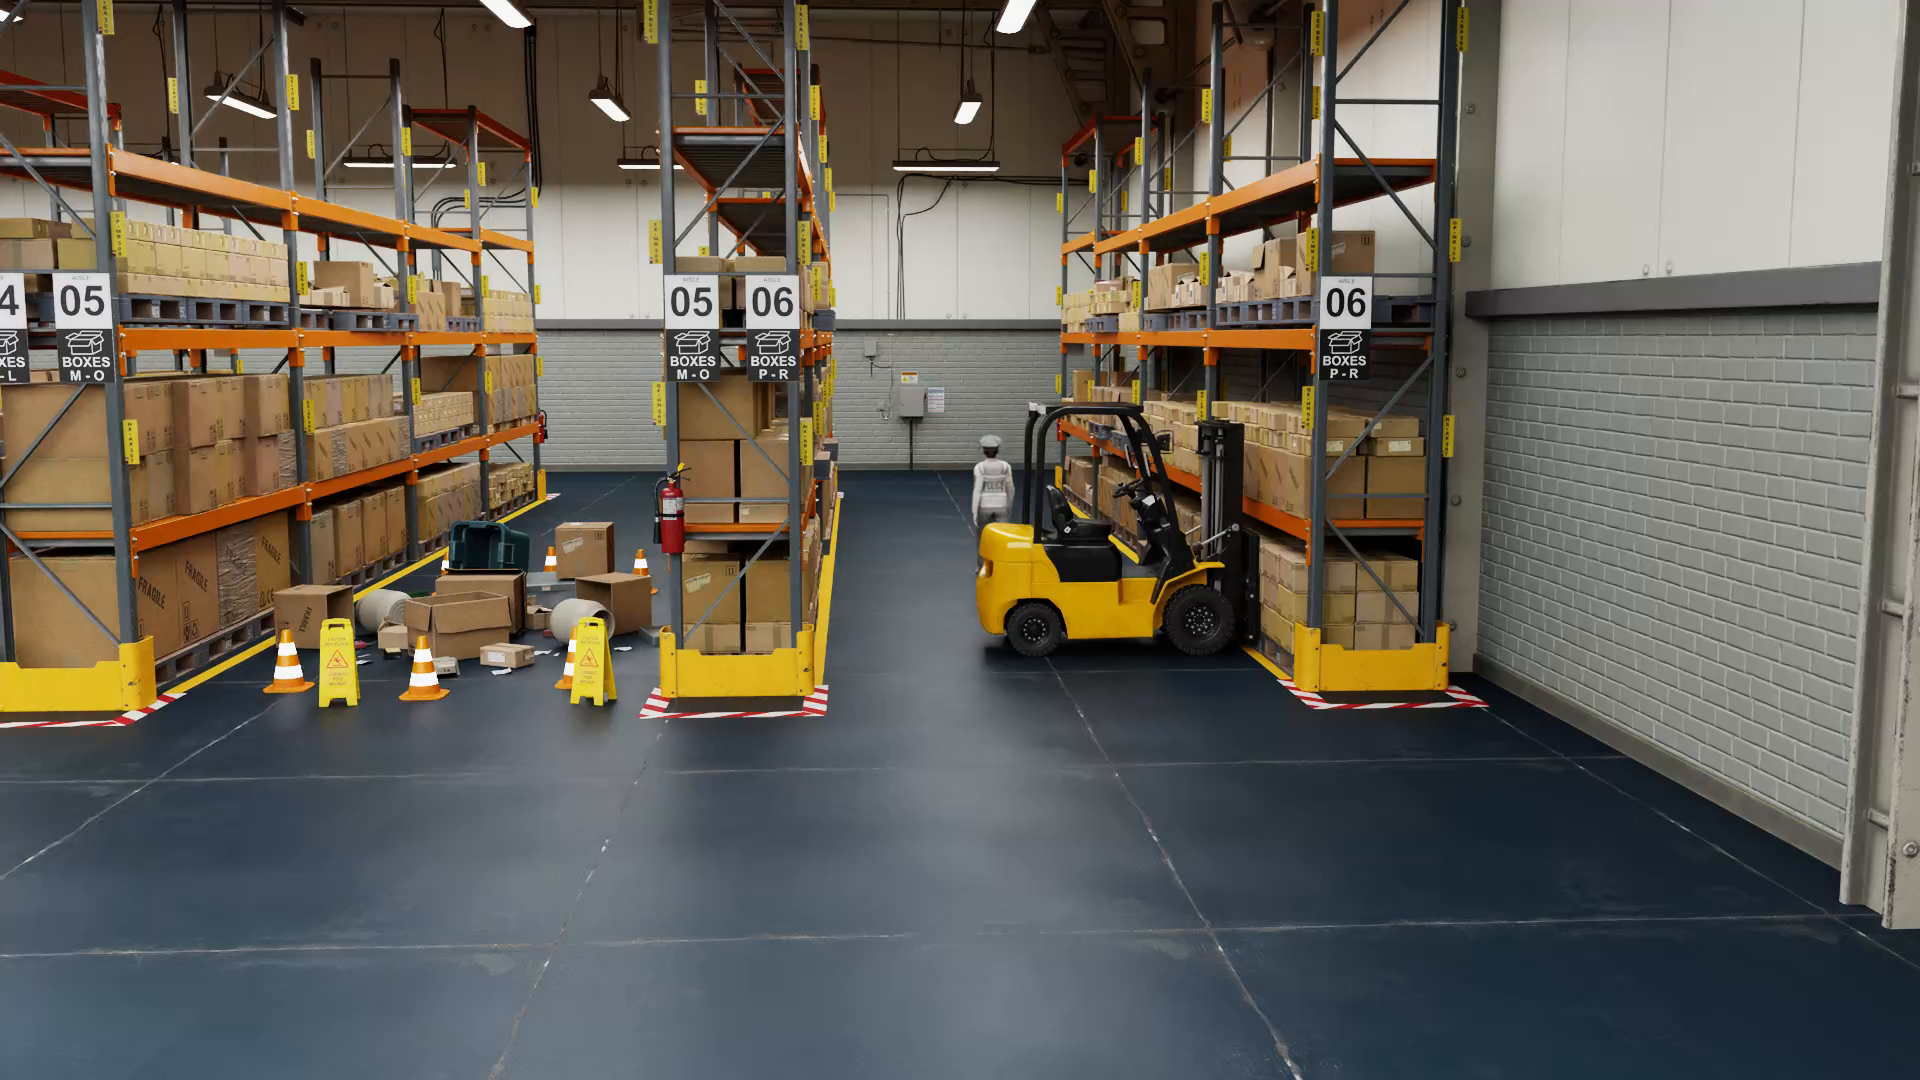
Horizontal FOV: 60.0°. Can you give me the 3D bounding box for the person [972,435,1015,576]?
[{"bbox_3d":[0.366,-0.348,18.484,0.519,1.635,1.038,-1,7,-8],"label":"person"}]
